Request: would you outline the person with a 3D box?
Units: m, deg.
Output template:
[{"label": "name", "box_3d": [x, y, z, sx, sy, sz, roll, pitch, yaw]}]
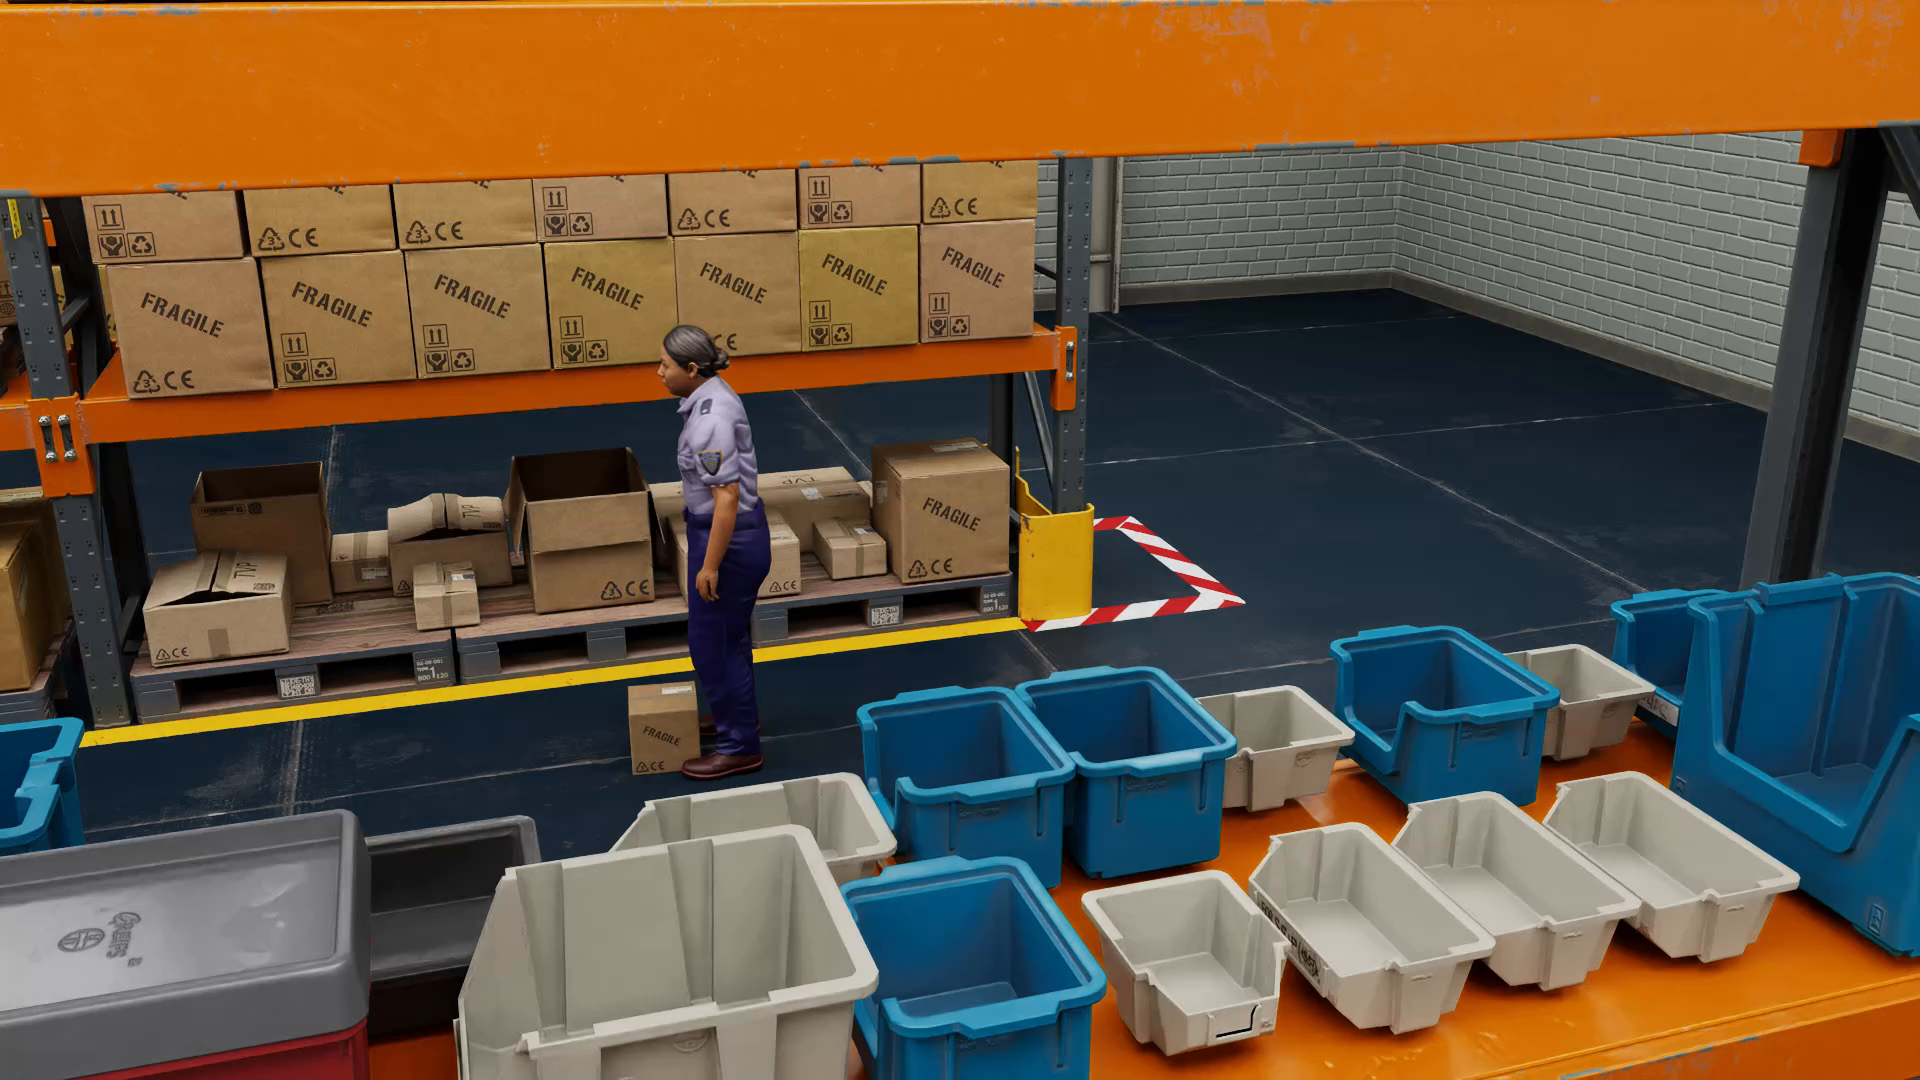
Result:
[{"label": "person", "box_3d": [-0.882, 0.030, 5.994, 0.331, 1.651, 0.545, -2, 19, -6]}]
